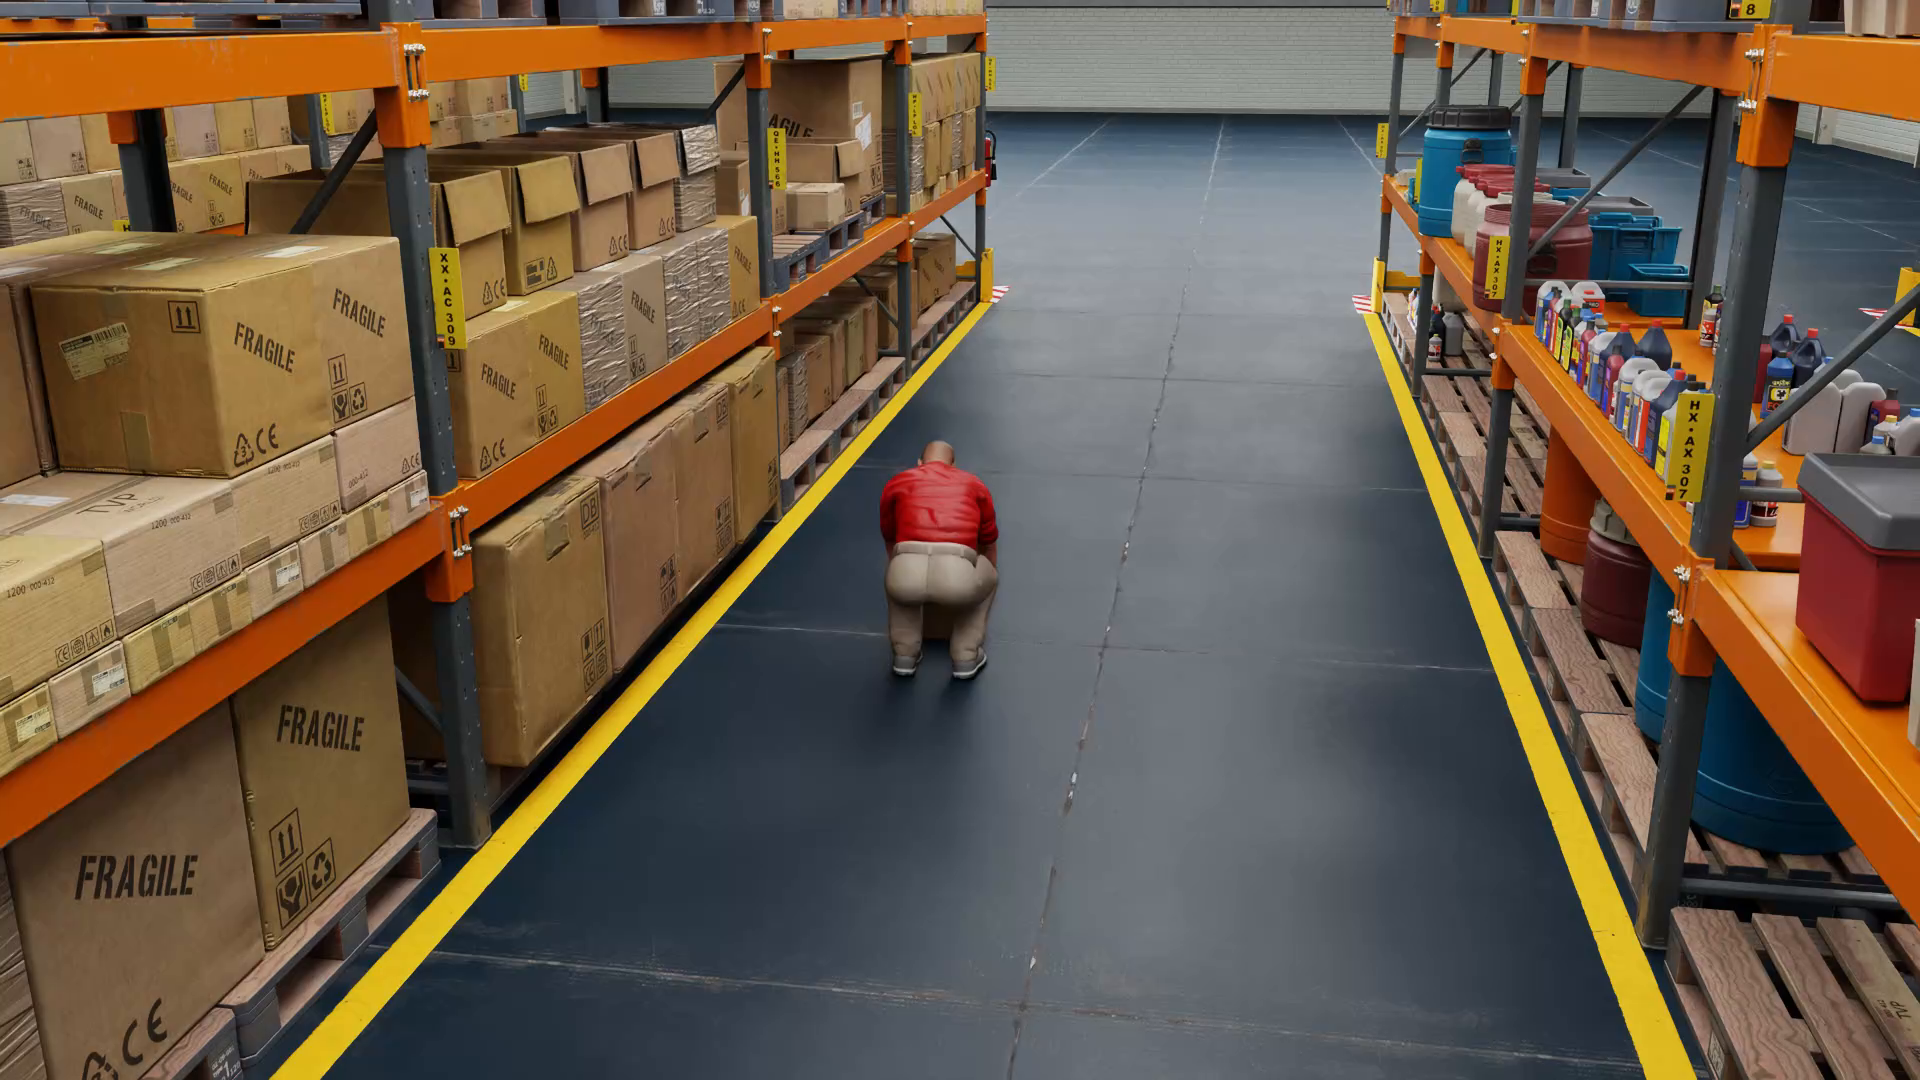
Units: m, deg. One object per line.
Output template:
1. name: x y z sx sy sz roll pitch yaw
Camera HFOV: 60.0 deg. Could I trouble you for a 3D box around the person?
1. person: -0.113 0.096 7.580 0.568 0.942 0.873 3 18 9
